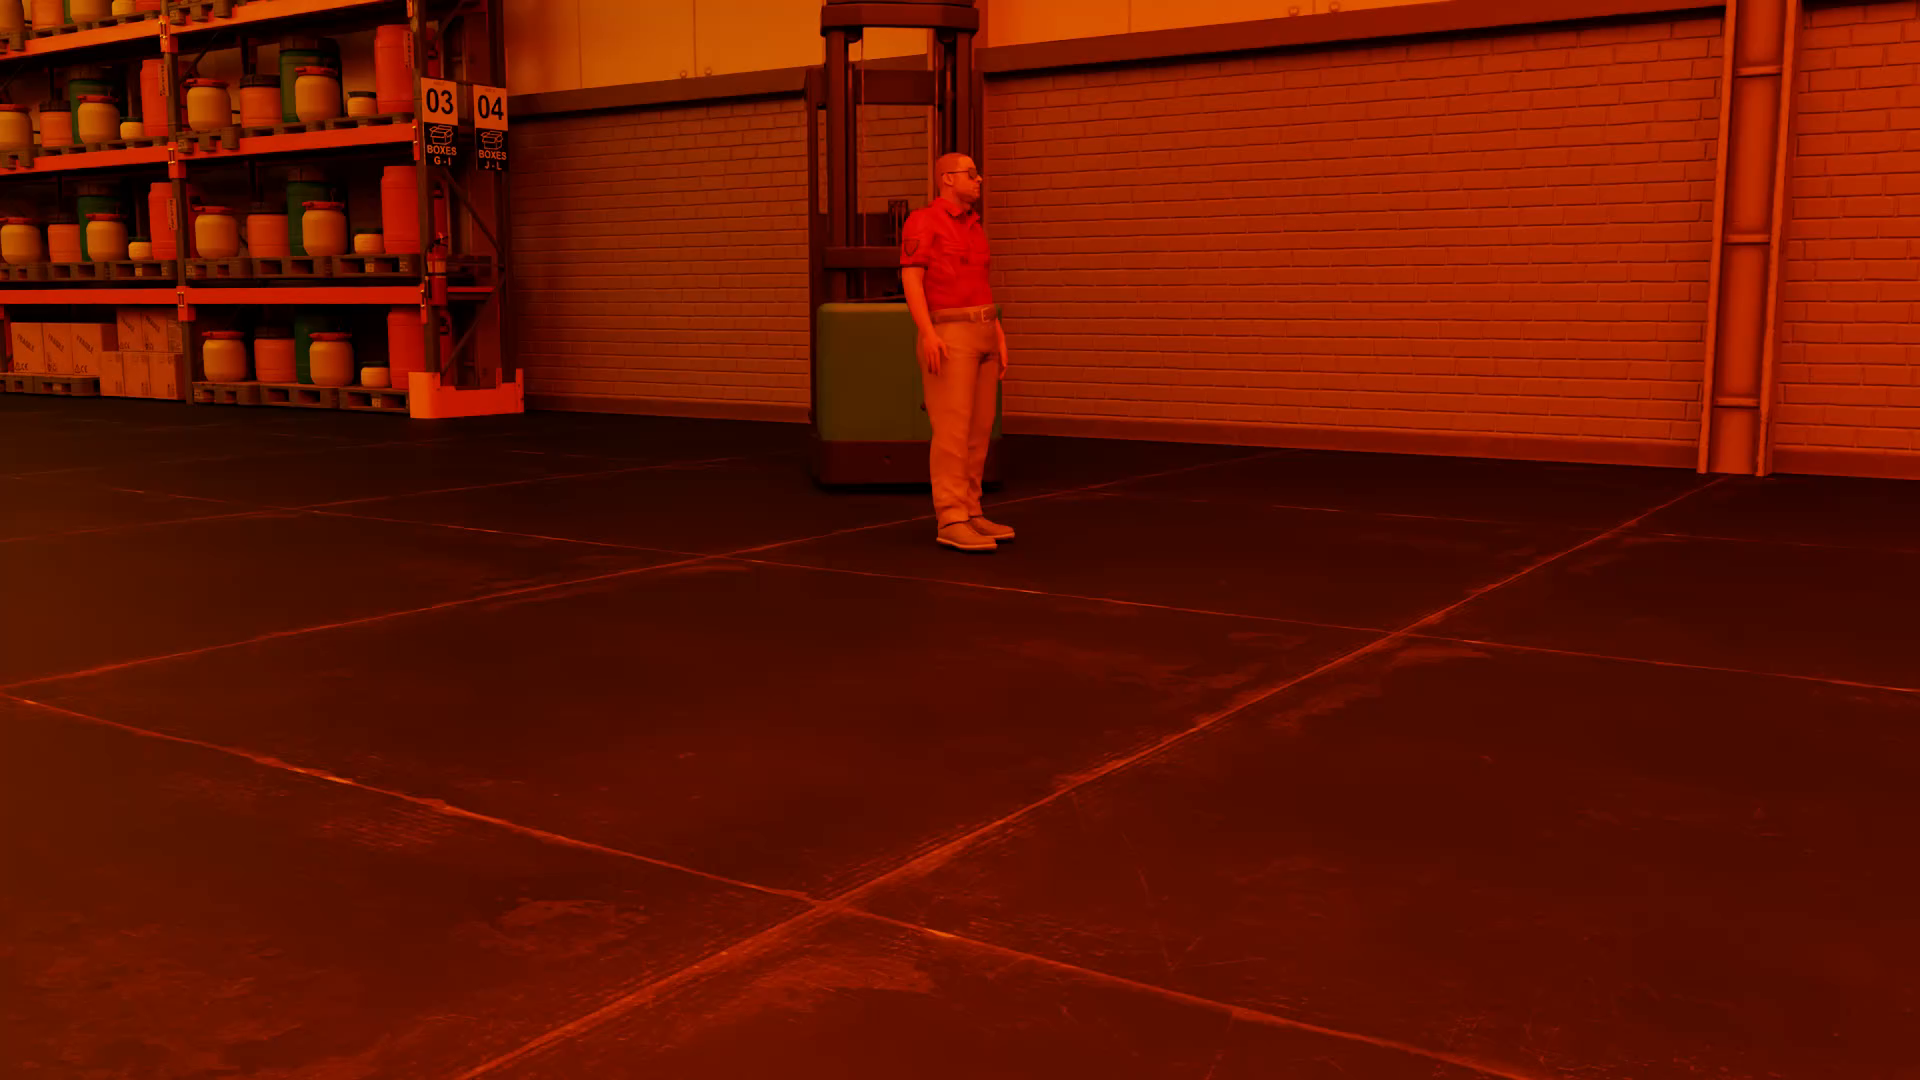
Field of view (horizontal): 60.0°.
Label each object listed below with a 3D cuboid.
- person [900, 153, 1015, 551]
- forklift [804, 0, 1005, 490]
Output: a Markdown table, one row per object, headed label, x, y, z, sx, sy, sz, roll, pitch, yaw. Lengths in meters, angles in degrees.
| label | x | y | z | sx | sy | sz | roll | pitch | yaw |
| --- | --- | --- | --- | --- | --- | --- | --- | --- | --- |
| person | 0.068 | -0.855 | 7.421 | 0.550 | 1.727 | 0.640 | 5 | 10 | 34 |
| forklift | -0.430 | -1.911 | 10.632 | 1.130 | 2.935 | 3.031 | -1 | 8 | -7 |
